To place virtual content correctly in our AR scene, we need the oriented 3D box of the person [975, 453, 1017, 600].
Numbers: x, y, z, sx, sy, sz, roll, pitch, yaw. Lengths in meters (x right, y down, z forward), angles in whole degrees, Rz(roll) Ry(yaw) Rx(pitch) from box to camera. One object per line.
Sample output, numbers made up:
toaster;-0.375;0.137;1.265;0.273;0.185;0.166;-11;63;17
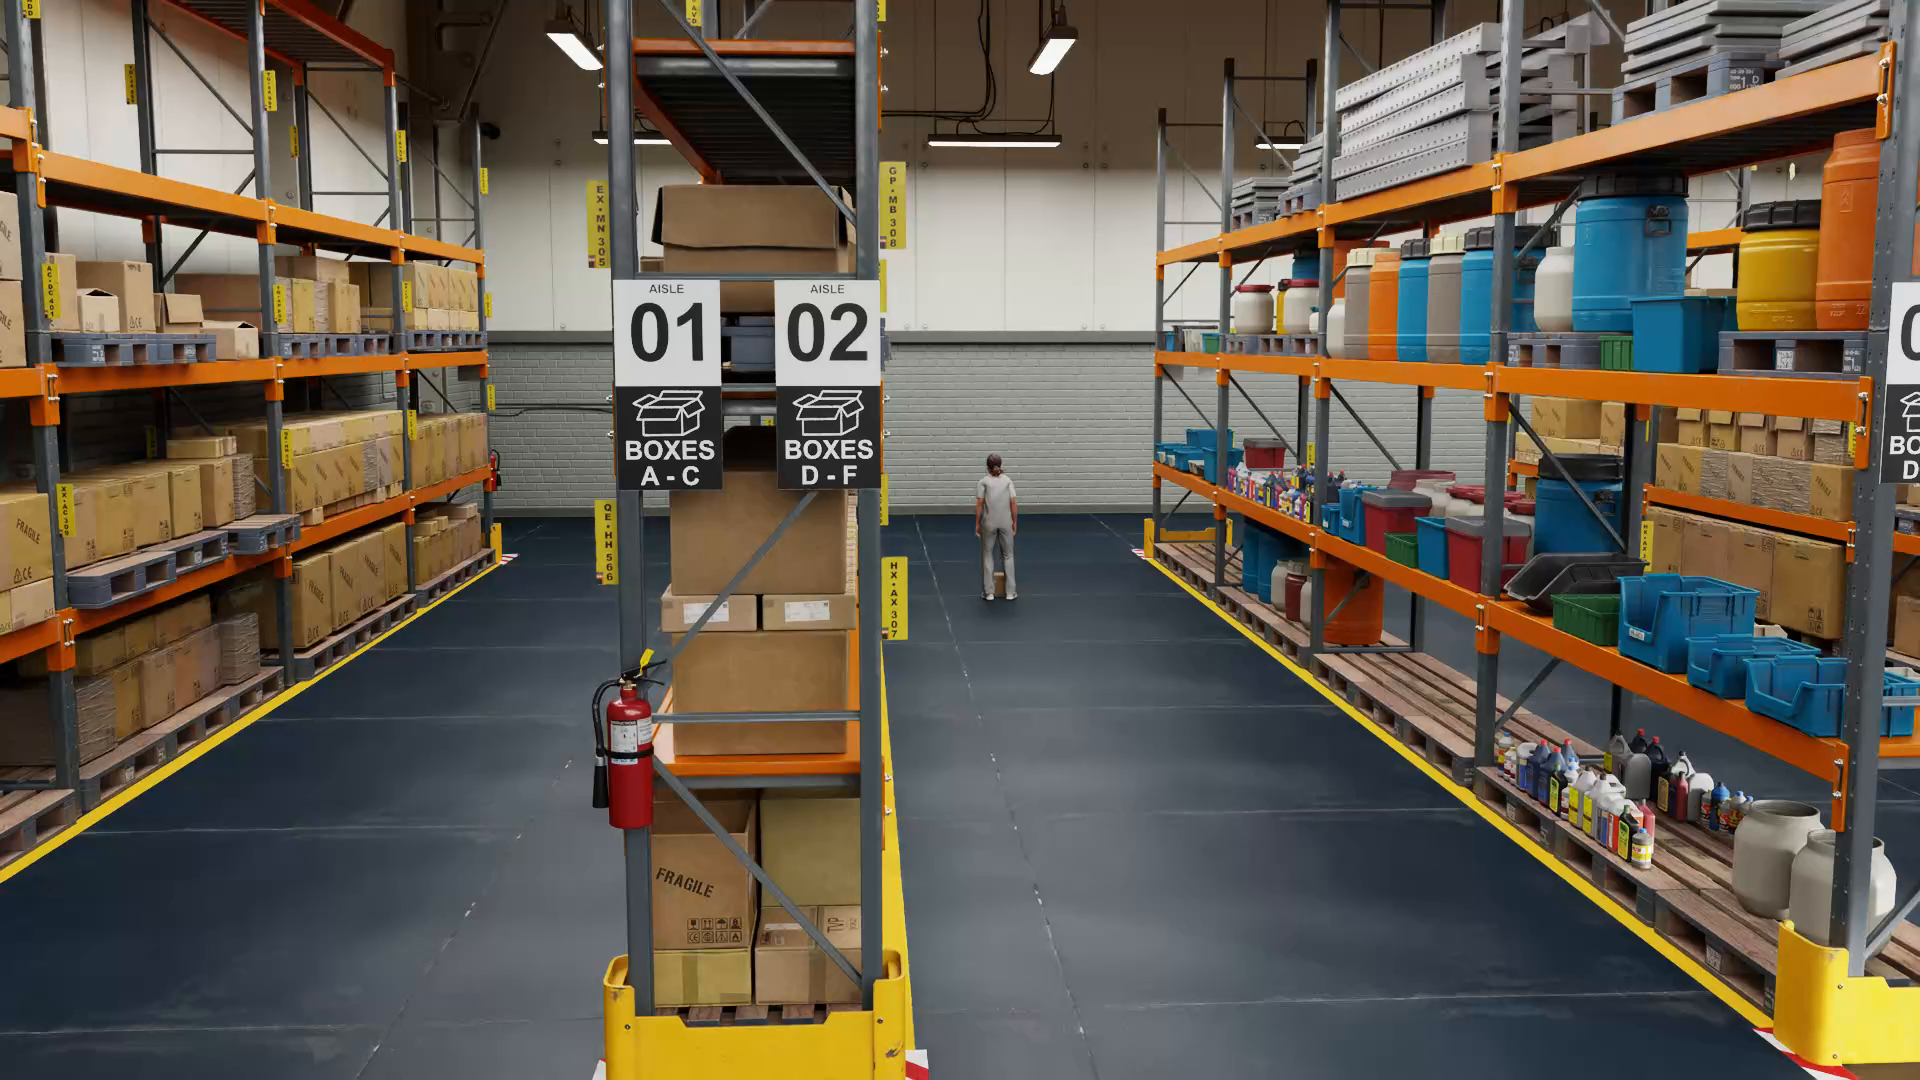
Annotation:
person;0.421;-0.154;19.029;0.512;1.671;0.359;-1;7;-7
